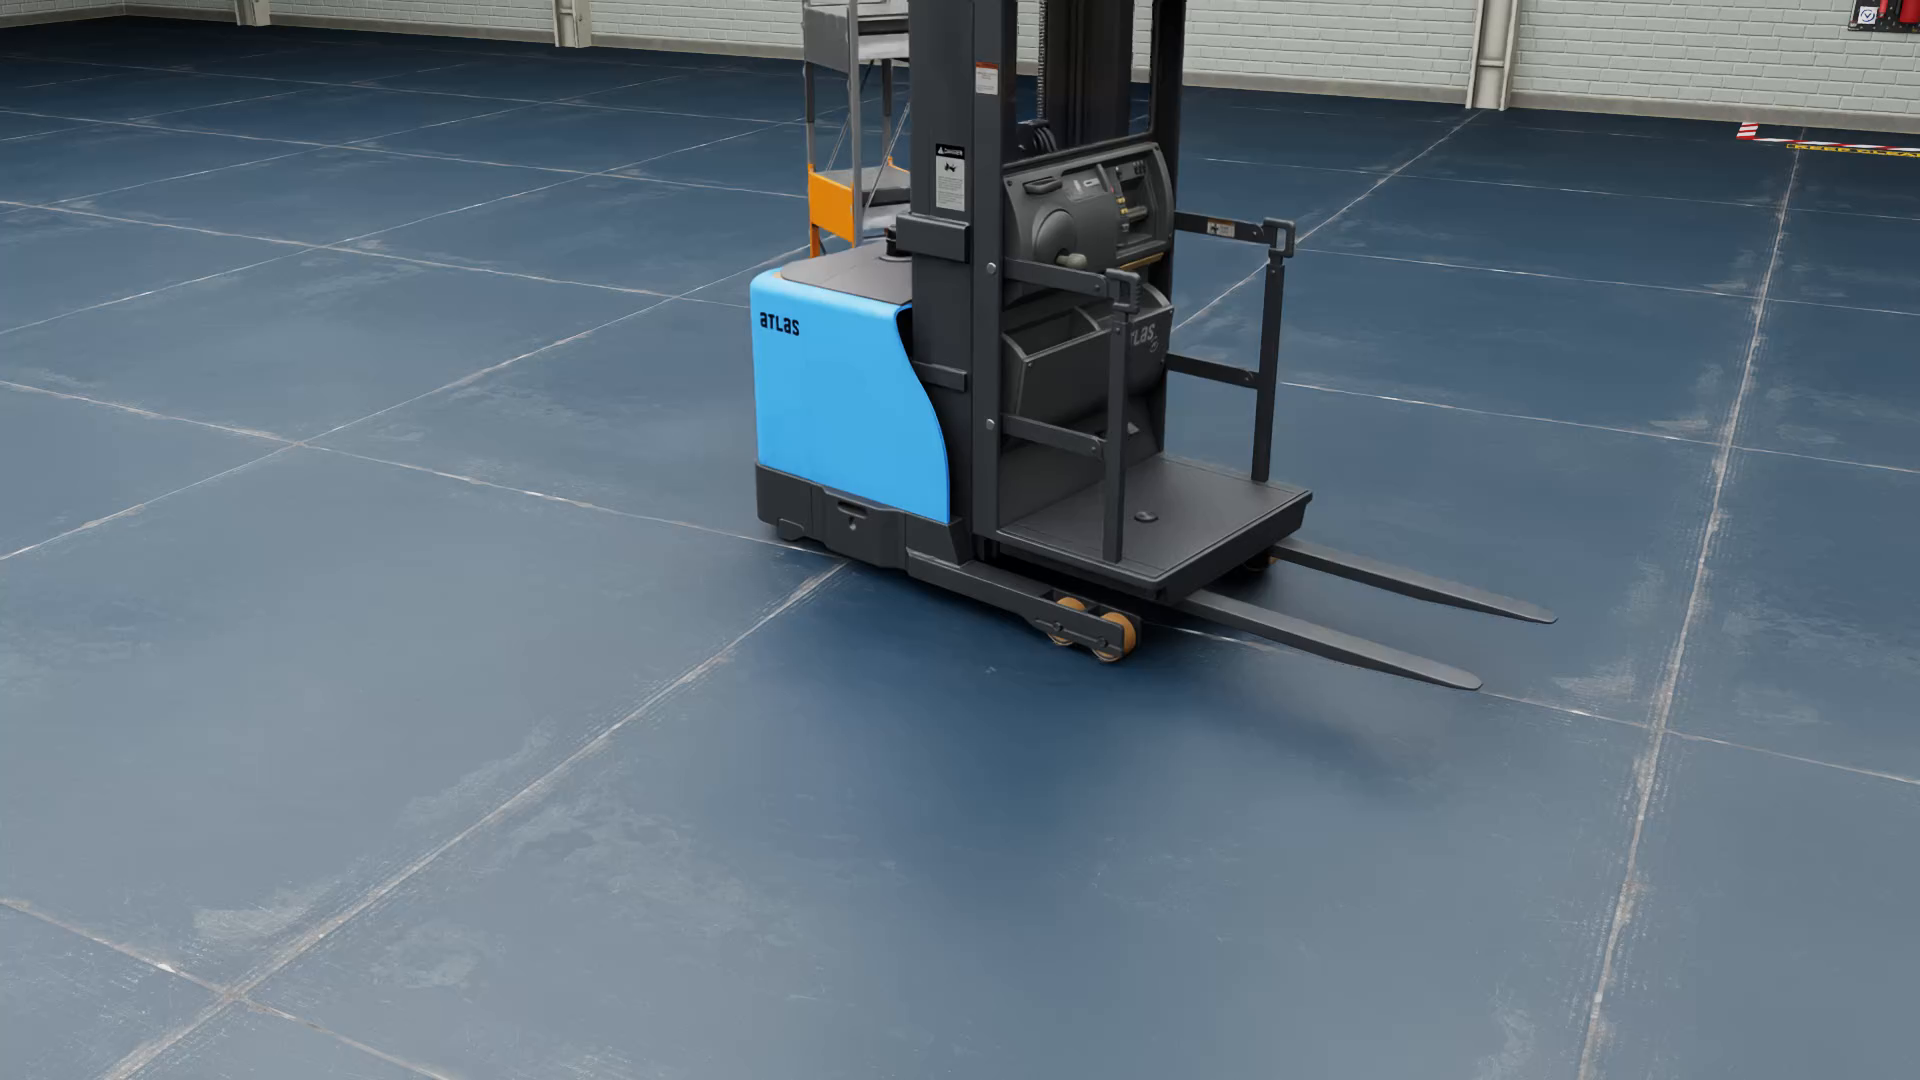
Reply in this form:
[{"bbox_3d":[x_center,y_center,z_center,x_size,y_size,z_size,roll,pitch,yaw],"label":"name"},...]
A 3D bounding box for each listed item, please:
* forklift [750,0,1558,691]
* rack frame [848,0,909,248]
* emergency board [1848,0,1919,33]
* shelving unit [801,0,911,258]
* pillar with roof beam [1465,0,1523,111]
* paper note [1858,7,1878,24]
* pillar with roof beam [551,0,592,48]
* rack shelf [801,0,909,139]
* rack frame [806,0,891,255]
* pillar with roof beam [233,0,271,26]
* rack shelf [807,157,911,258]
[{"bbox_3d":[0.628,-1.162,5.738,3.031,2.935,1.130,18,29,36],"label":"forklift"},{"bbox_3d":[-0.267,-1.301,7.127,0.400,2.100,0.015,-11,26,-25],"label":"rack frame"},{"bbox_3d":[8.684,-5.297,15.374,0.643,1.169,0.194,11,25,25],"label":"emergency board"},{"bbox_3d":[-0.380,-1.386,7.326,0.431,2.100,0.503,-11,26,-25],"label":"shelving unit"},{"bbox_3d":[3.575,-7.164,12.098,0.400,9.000,9.100,11,25,25],"label":"pillar with roof beam"},{"bbox_3d":[8.557,-4.947,15.676,0.142,0.148,0.016,11,25,25],"label":"paper note"},{"bbox_3d":[-7.134,-9.283,17.081,0.400,9.000,9.100,11,25,25],"label":"pillar with roof beam"},{"bbox_3d":[-0.380,-2.018,7.057,0.431,0.518,0.480,-11,26,-25],"label":"rack shelf"},{"bbox_3d":[-0.492,-1.471,7.525,0.400,2.100,0.015,-11,26,-25],"label":"rack frame"},{"bbox_3d":[-12.488,-10.343,19.572,0.400,9.000,9.100,11,25,25],"label":"pillar with roof beam"},{"bbox_3d":[-0.380,-1.373,7.331,0.431,0.518,0.480,-11,26,-25],"label":"rack shelf"}]
